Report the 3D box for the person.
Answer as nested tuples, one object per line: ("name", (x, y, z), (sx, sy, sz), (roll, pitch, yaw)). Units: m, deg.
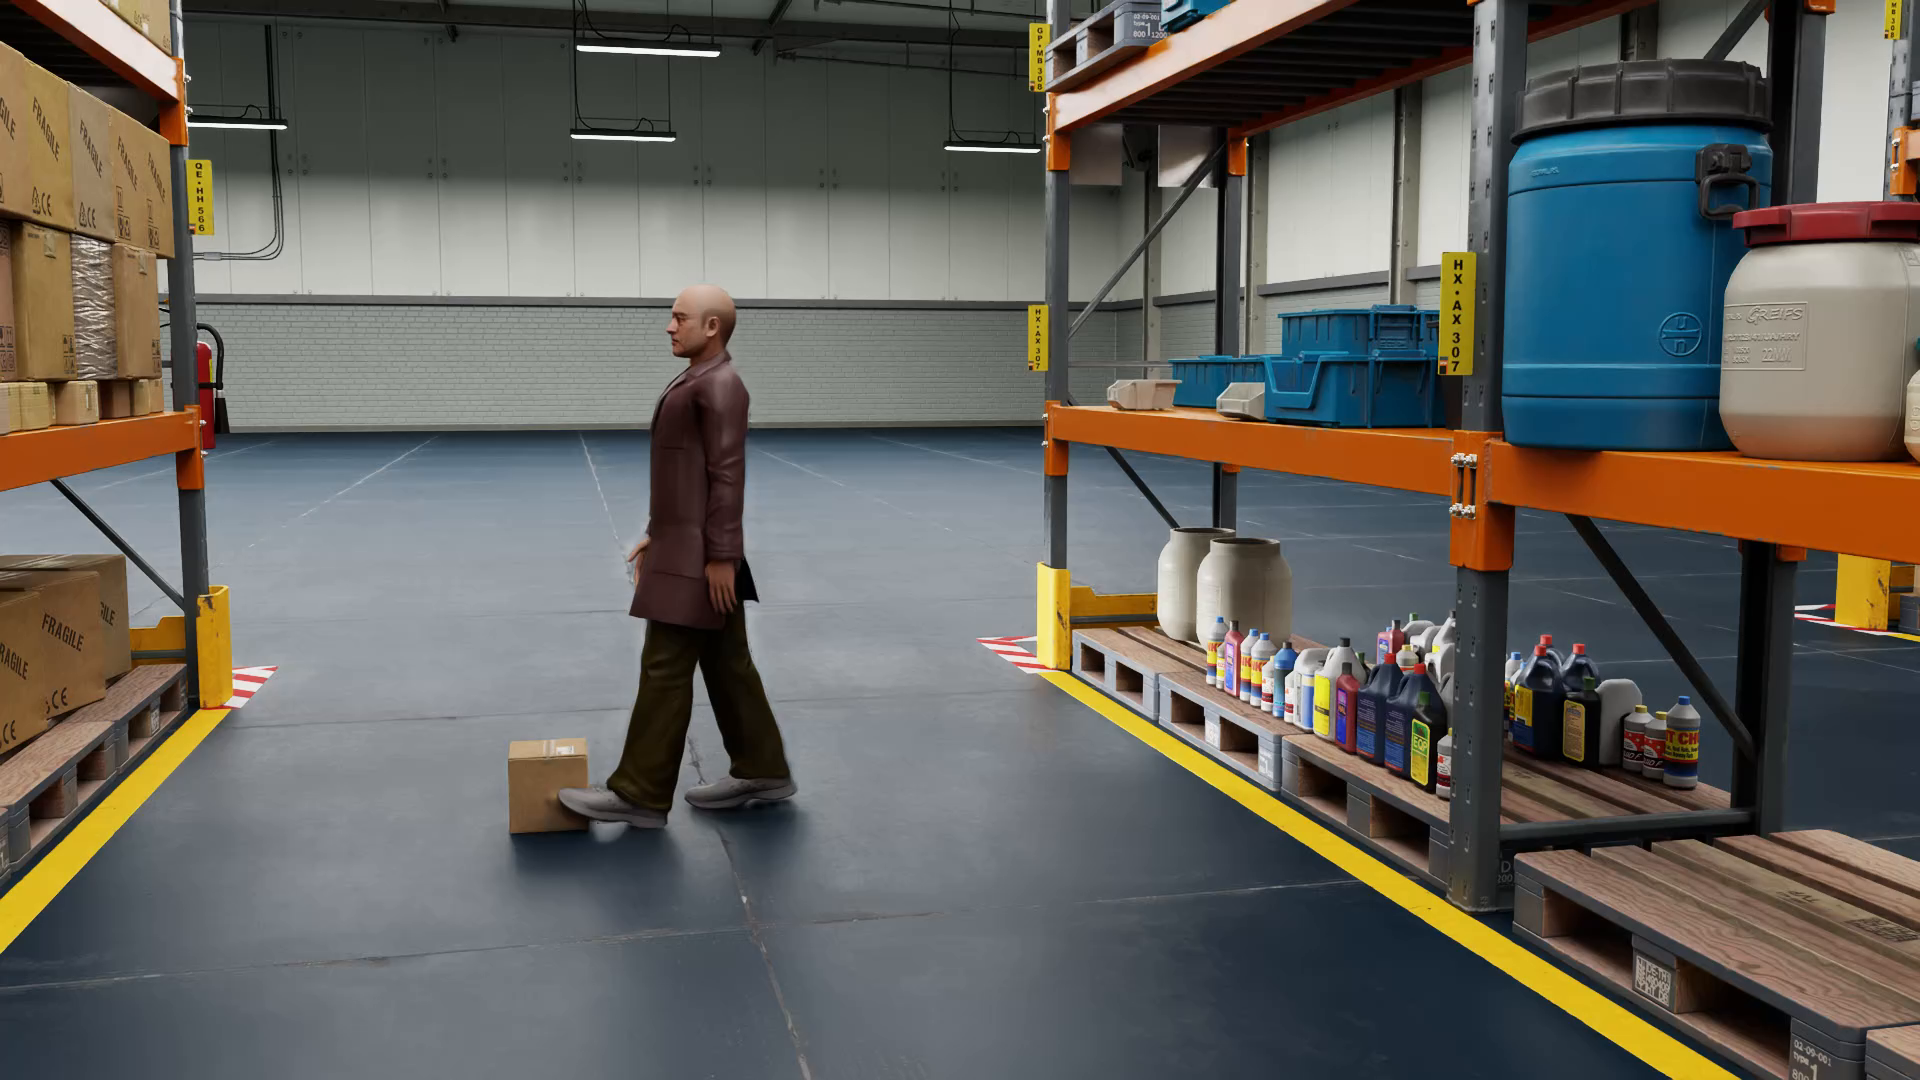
("person", (-0.940, 0.051, 5.494), (0.789, 1.777, 0.579), (-1, 6, -11))
